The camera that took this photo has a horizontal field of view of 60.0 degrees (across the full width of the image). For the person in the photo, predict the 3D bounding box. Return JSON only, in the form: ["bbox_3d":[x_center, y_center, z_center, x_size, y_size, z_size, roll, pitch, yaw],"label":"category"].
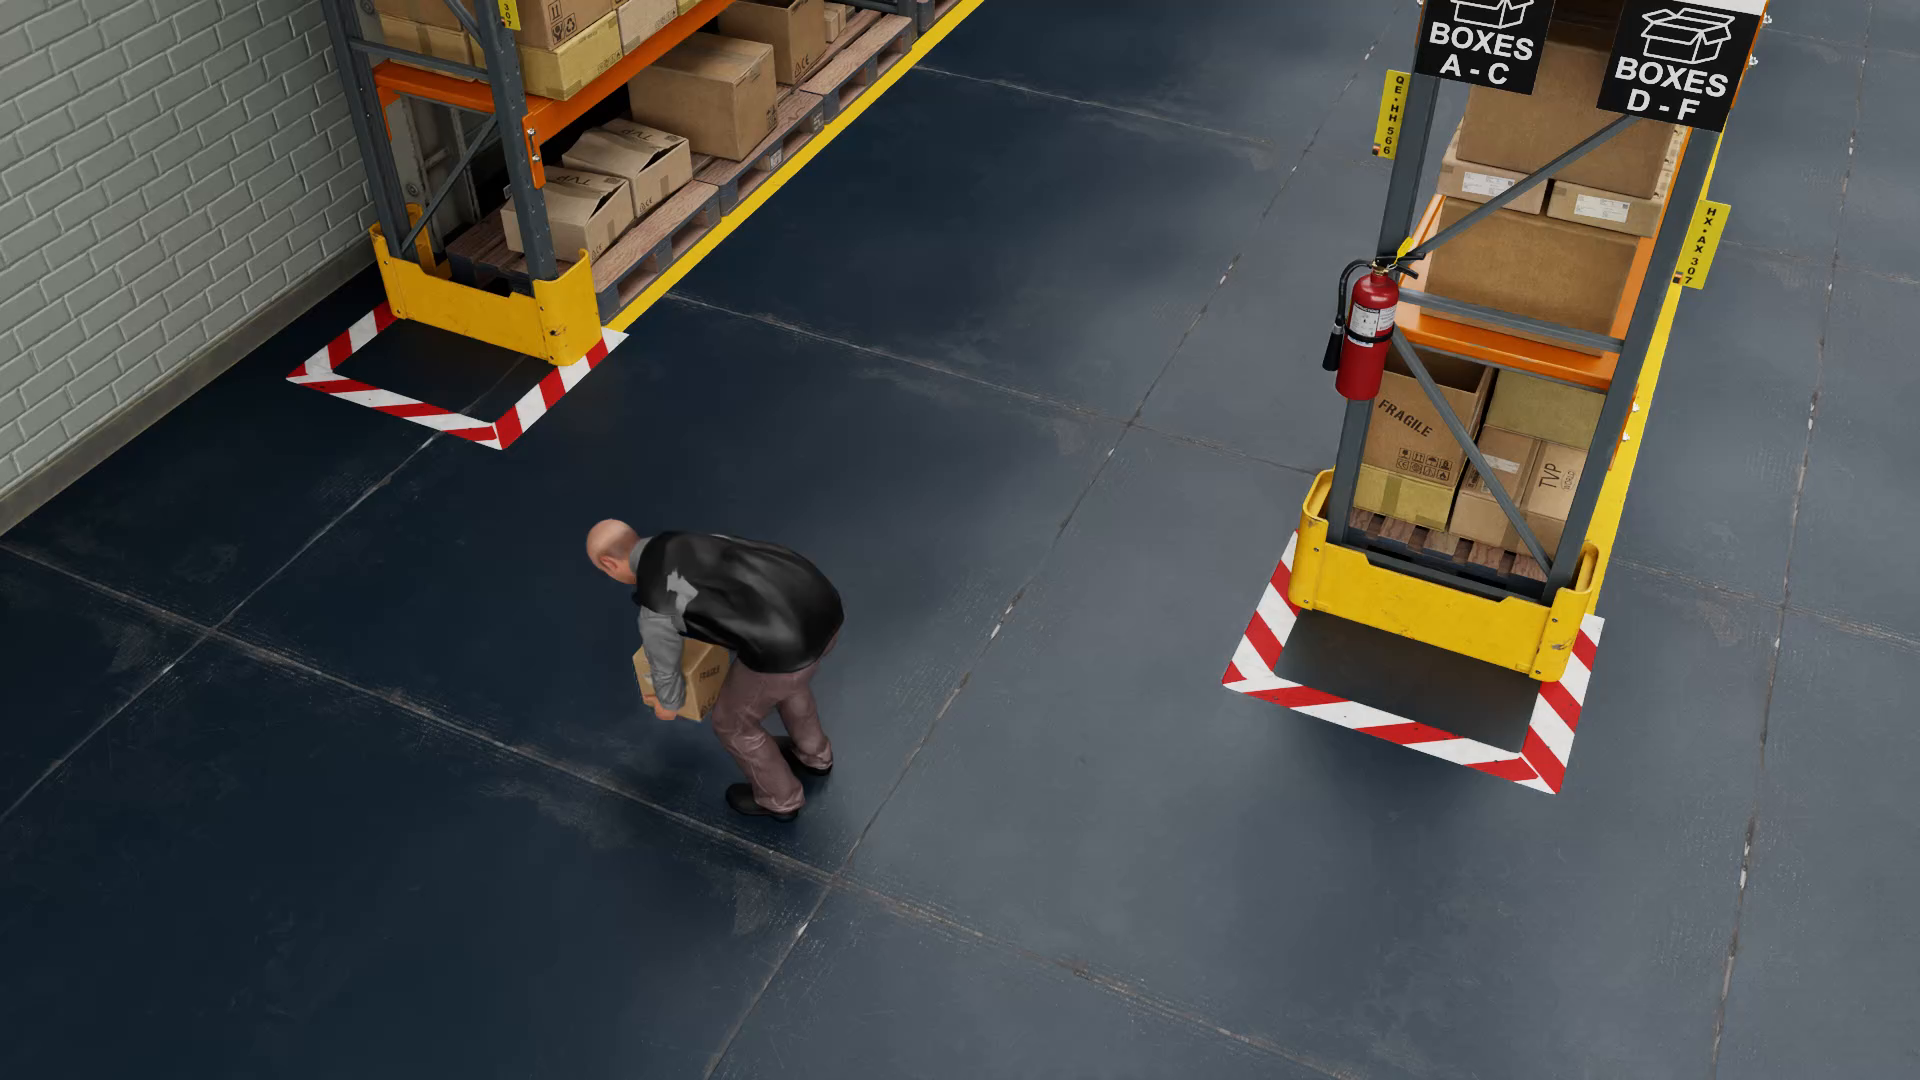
[{"bbox_3d":[-0.886,0.455,6.103,0.955,1.145,0.462,16,44,17],"label":"person"}]
